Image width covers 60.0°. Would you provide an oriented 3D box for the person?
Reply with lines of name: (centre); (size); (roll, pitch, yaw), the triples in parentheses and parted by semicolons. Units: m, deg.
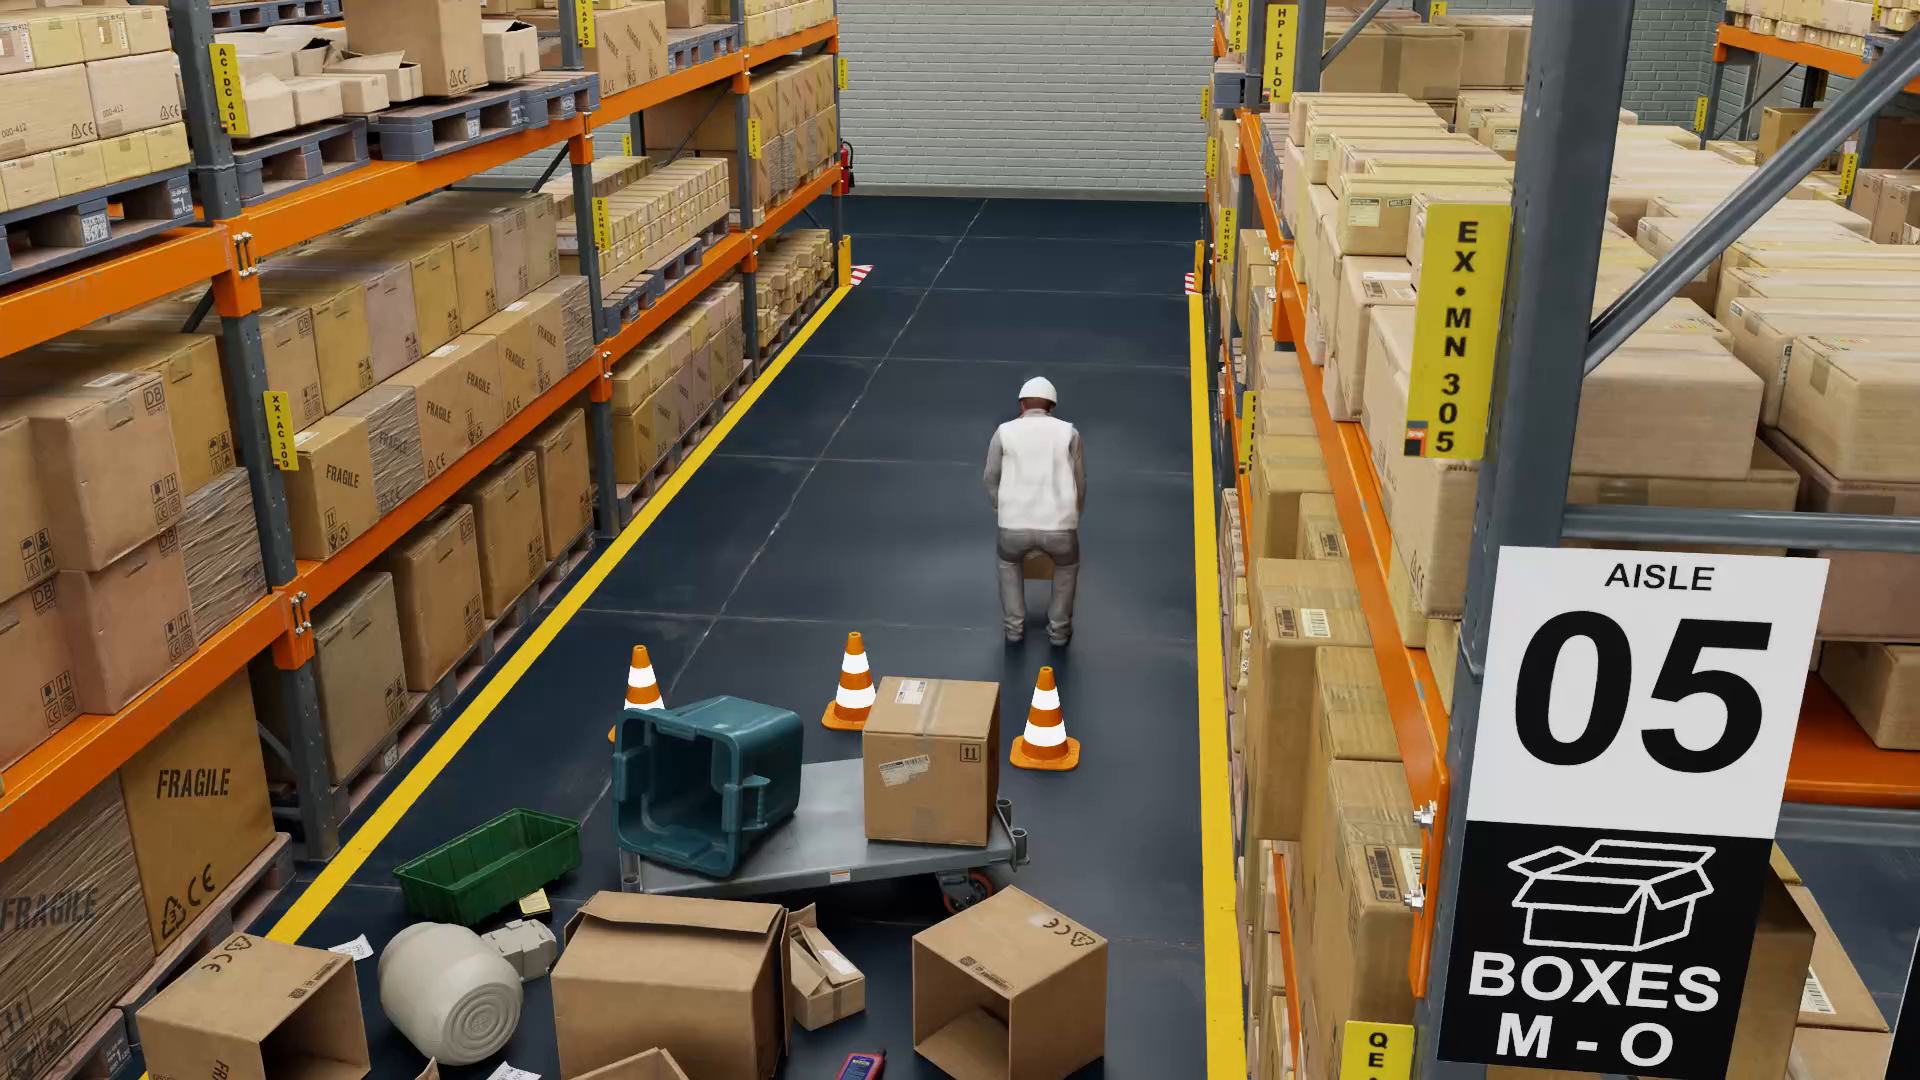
person: (0.416, -0.147, 9.388); (0.592, 1.450, 0.752); (3, 21, 7)
